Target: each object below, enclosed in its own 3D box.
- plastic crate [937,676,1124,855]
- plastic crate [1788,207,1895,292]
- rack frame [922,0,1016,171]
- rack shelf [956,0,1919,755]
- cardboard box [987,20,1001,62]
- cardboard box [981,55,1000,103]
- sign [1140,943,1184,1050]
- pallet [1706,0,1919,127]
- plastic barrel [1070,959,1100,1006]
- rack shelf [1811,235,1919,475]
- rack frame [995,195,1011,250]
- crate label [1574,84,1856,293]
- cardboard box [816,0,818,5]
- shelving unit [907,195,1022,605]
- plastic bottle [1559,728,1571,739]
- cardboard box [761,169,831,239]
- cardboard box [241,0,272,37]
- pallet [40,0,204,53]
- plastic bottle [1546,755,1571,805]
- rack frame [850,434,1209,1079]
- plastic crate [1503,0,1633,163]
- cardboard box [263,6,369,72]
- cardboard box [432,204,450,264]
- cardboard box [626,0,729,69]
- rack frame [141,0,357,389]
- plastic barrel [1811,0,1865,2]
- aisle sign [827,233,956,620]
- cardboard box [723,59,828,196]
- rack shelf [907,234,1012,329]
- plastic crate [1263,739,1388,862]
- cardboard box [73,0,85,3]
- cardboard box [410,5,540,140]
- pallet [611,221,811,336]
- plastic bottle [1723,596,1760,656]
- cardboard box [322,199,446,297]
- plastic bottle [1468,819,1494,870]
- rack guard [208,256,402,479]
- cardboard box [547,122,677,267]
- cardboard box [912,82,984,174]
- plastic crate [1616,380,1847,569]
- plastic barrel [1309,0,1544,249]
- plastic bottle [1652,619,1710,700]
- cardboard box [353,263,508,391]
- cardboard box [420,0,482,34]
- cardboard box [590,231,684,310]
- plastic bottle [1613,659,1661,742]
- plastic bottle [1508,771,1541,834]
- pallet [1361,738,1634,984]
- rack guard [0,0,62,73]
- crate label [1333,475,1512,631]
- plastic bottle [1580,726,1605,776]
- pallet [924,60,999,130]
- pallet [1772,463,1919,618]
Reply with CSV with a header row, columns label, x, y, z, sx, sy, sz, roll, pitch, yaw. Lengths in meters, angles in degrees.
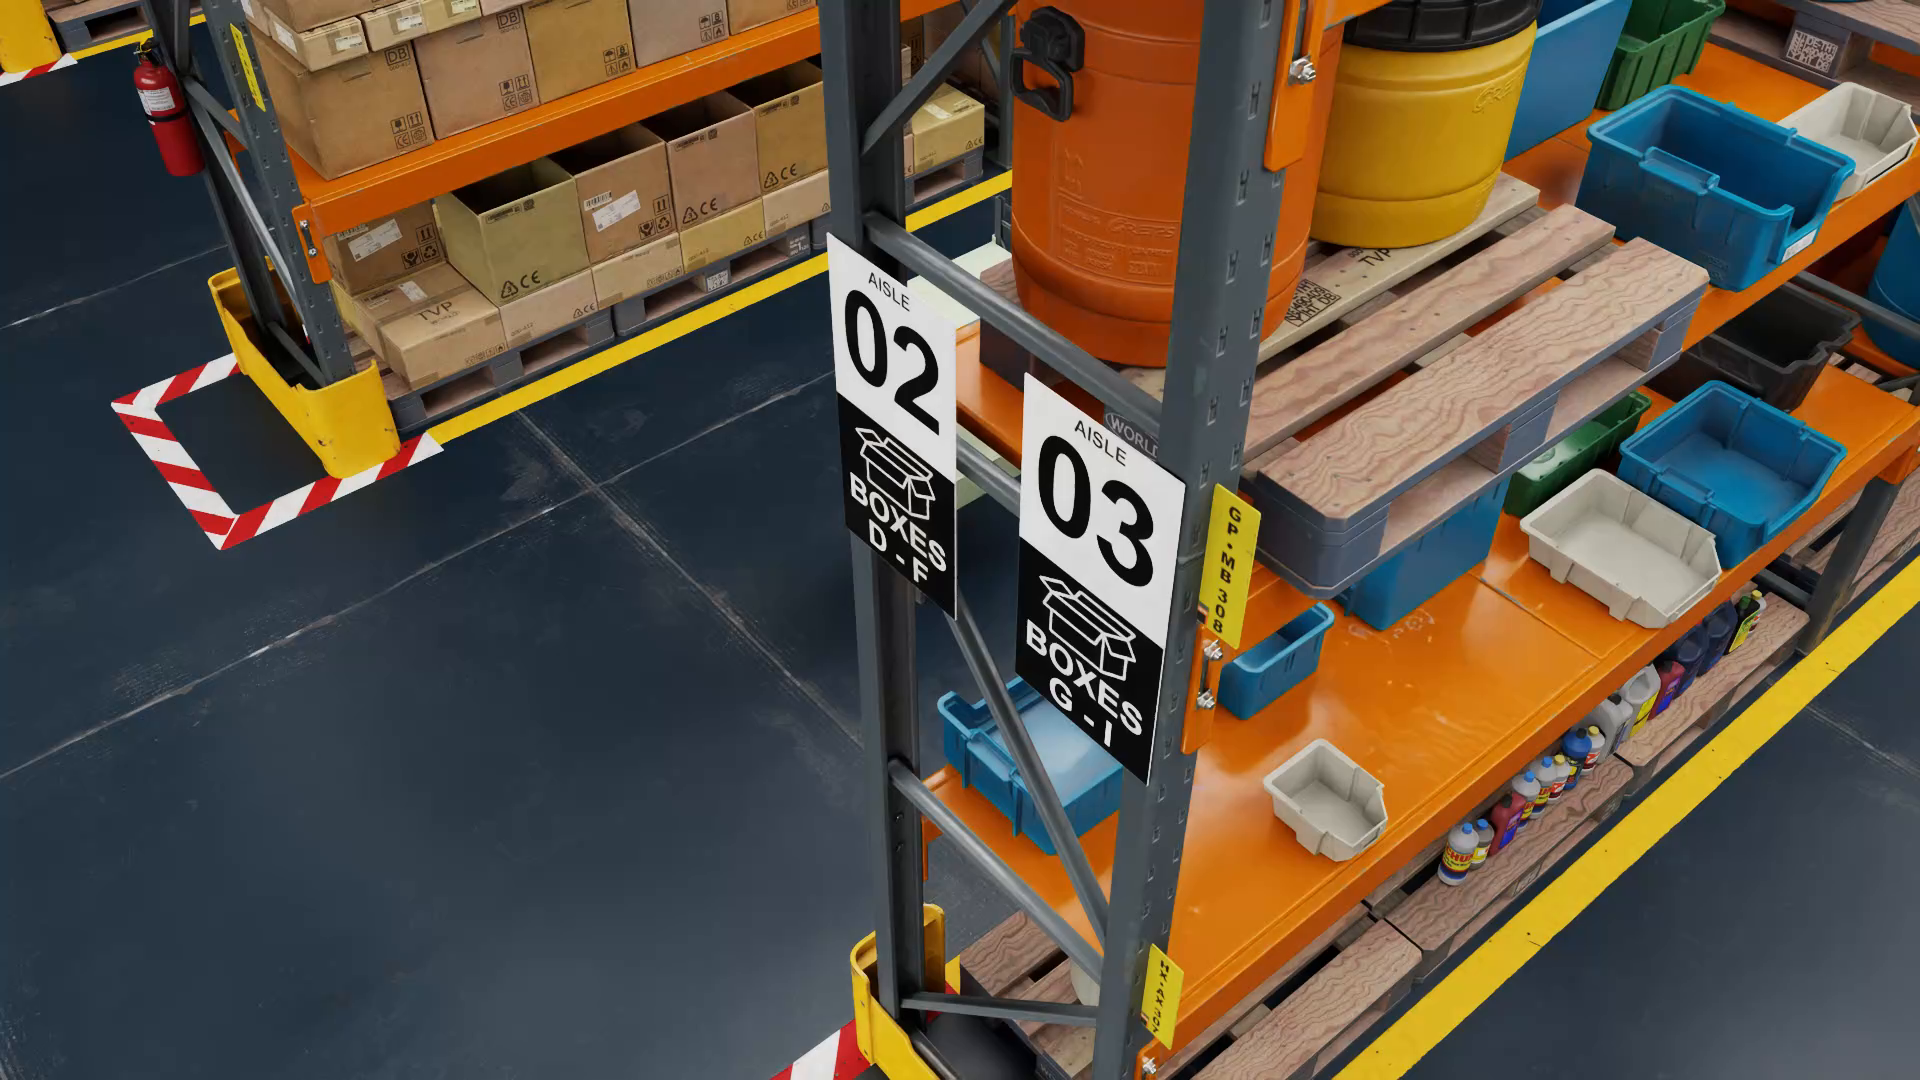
label,x,y,z,sx,sy,sz,roll,pitch,yaw
plastic crate,0.302,0.533,4.654,0.616,0.251,0.499,-30,51,-28
plastic crate,3.353,-1.298,6.448,0.583,0.464,0.402,-30,51,-28
rack frame,0.003,-3.504,8.844,0.127,3.000,1.000,-30,51,-28
rack shelf,1.644,-0.854,4.356,4.000,0.370,1.077,-30,51,-28
cardboard box,0.480,-2.910,9.503,0.500,0.311,0.500,-30,51,-28
cardboard box,0.472,-2.702,9.691,0.500,0.250,0.500,-31,51,-29
sign,0.460,1.045,3.797,0.005,0.325,0.100,-30,51,-28
pallet,2.688,-1.558,4.718,1.003,0.211,1.213,-30,51,-28
plastic barrel,0.566,1.280,5.260,0.421,0.512,0.421,0,43,0
rack shelf,4.712,-1.518,7.254,4.000,0.370,1.077,-30,51,-28
rack frame,0.276,-0.705,6.958,0.023,1.500,0.400,-30,51,-28
crate label,1.758,-0.832,3.916,0.408,0.251,0.502,-30,51,-28
cardboard box,-0.734,-3.107,8.348,0.500,0.500,0.700,-30,51,-28
shelving unit,-0.005,-0.544,6.787,0.755,1.500,0.431,-30,51,-28
plastic bottle,2.278,0.602,6.134,0.133,0.283,0.061,-30,51,-28
cardboard box,-0.976,-1.895,8.832,0.500,0.250,0.500,-30,51,-28
cardboard box,-2.894,-2.288,7.002,0.250,0.149,0.380,-31,51,-28
pallet,-5.542,-3.702,11.091,1.213,0.211,1.003,-30,51,-28
plastic bottle,2.116,0.844,5.936,0.097,0.201,0.097,0,43,0
rack frame,0.110,0.855,4.202,0.127,3.000,1.000,-30,51,-28
plastic crate,1.380,-1.228,4.240,0.575,0.384,0.392,-30,51,-28
cardboard box,-2.626,-2.079,6.780,0.250,0.149,0.380,-30,51,-28
cardboard box,-2.467,-1.515,8.427,0.500,0.250,0.500,-30,51,-28
cardboard box,-1.513,-2.663,7.875,0.500,0.500,0.700,-28,50,-27
rack frame,-3.065,-1.747,6.973,0.127,3.000,1.000,-30,51,-28
plastic barrel,2.346,-1.950,4.325,0.708,0.901,0.600,-30,51,-28
aisle sign,-0.136,-0.217,3.444,0.004,0.787,0.394,-30,51,-28
cardboard box,-0.984,-2.175,8.582,0.500,0.500,0.500,-30,51,-28
rack shelf,-0.005,-0.828,6.520,0.720,0.370,0.431,-30,51,-28
plastic crate,1.003,0.727,4.531,0.250,0.136,0.298,-30,51,-28
cardboard box,-5.658,-3.784,10.784,0.500,0.311,0.500,33,52,30
cardboard box,-2.299,-2.215,7.398,0.500,0.500,0.700,-28,50,-27
pallet,-1.570,-1.622,8.876,1.213,0.211,1.003,-30,51,-28
plastic bottle,3.021,0.313,6.442,0.133,0.283,0.061,-27,50,-26
cardboard box,-2.845,-1.563,7.931,0.500,0.500,0.500,-30,51,-28
plastic bottle,1.780,1.037,5.731,0.097,0.201,0.097,0,43,0
rack guard,-3.083,-0.826,7.817,0.348,0.500,1.175,-30,51,-28
cardboard box,-1.753,-1.737,8.116,0.500,0.500,0.500,-30,51,-28
cardboard box,-0.212,-2.337,9.302,0.500,0.250,0.500,-30,51,-28
plastic crate,2.504,-0.219,5.454,0.616,0.251,0.499,-30,51,-28
plastic barrel,0.903,-1.027,3.571,0.600,0.588,0.600,0,43,0
plastic bottle,2.722,0.422,6.277,0.185,0.351,0.144,-32,52,-30
cardboard box,-2.511,-1.017,7.897,0.500,0.250,0.500,-30,51,-28
cardboard box,-2.233,-2.306,7.021,0.250,0.149,0.380,-30,51,-28
cardboard box,-1.746,-1.458,8.366,0.500,0.250,0.500,-30,51,-28
plastic bottle,2.474,0.564,6.125,0.185,0.351,0.144,-30,51,-28
plastic bottle,1.964,0.906,5.819,0.097,0.271,0.097,0,43,0
pallet,1.700,0.927,6.163,1.213,0.211,1.003,-30,51,-28
rack guard,-6.188,-3.469,10.632,0.348,0.500,1.175,-30,51,-28
crate label,1.348,-0.108,5.202,0.616,0.435,0.502,-30,51,-28
plastic bottle,2.274,0.754,6.032,0.097,0.201,0.097,0,43,0
pallet,0.543,-2.832,10.165,1.213,0.211,1.003,-30,51,-28
pallet,3.756,-0.250,7.416,1.213,0.211,1.003,-30,51,-28
